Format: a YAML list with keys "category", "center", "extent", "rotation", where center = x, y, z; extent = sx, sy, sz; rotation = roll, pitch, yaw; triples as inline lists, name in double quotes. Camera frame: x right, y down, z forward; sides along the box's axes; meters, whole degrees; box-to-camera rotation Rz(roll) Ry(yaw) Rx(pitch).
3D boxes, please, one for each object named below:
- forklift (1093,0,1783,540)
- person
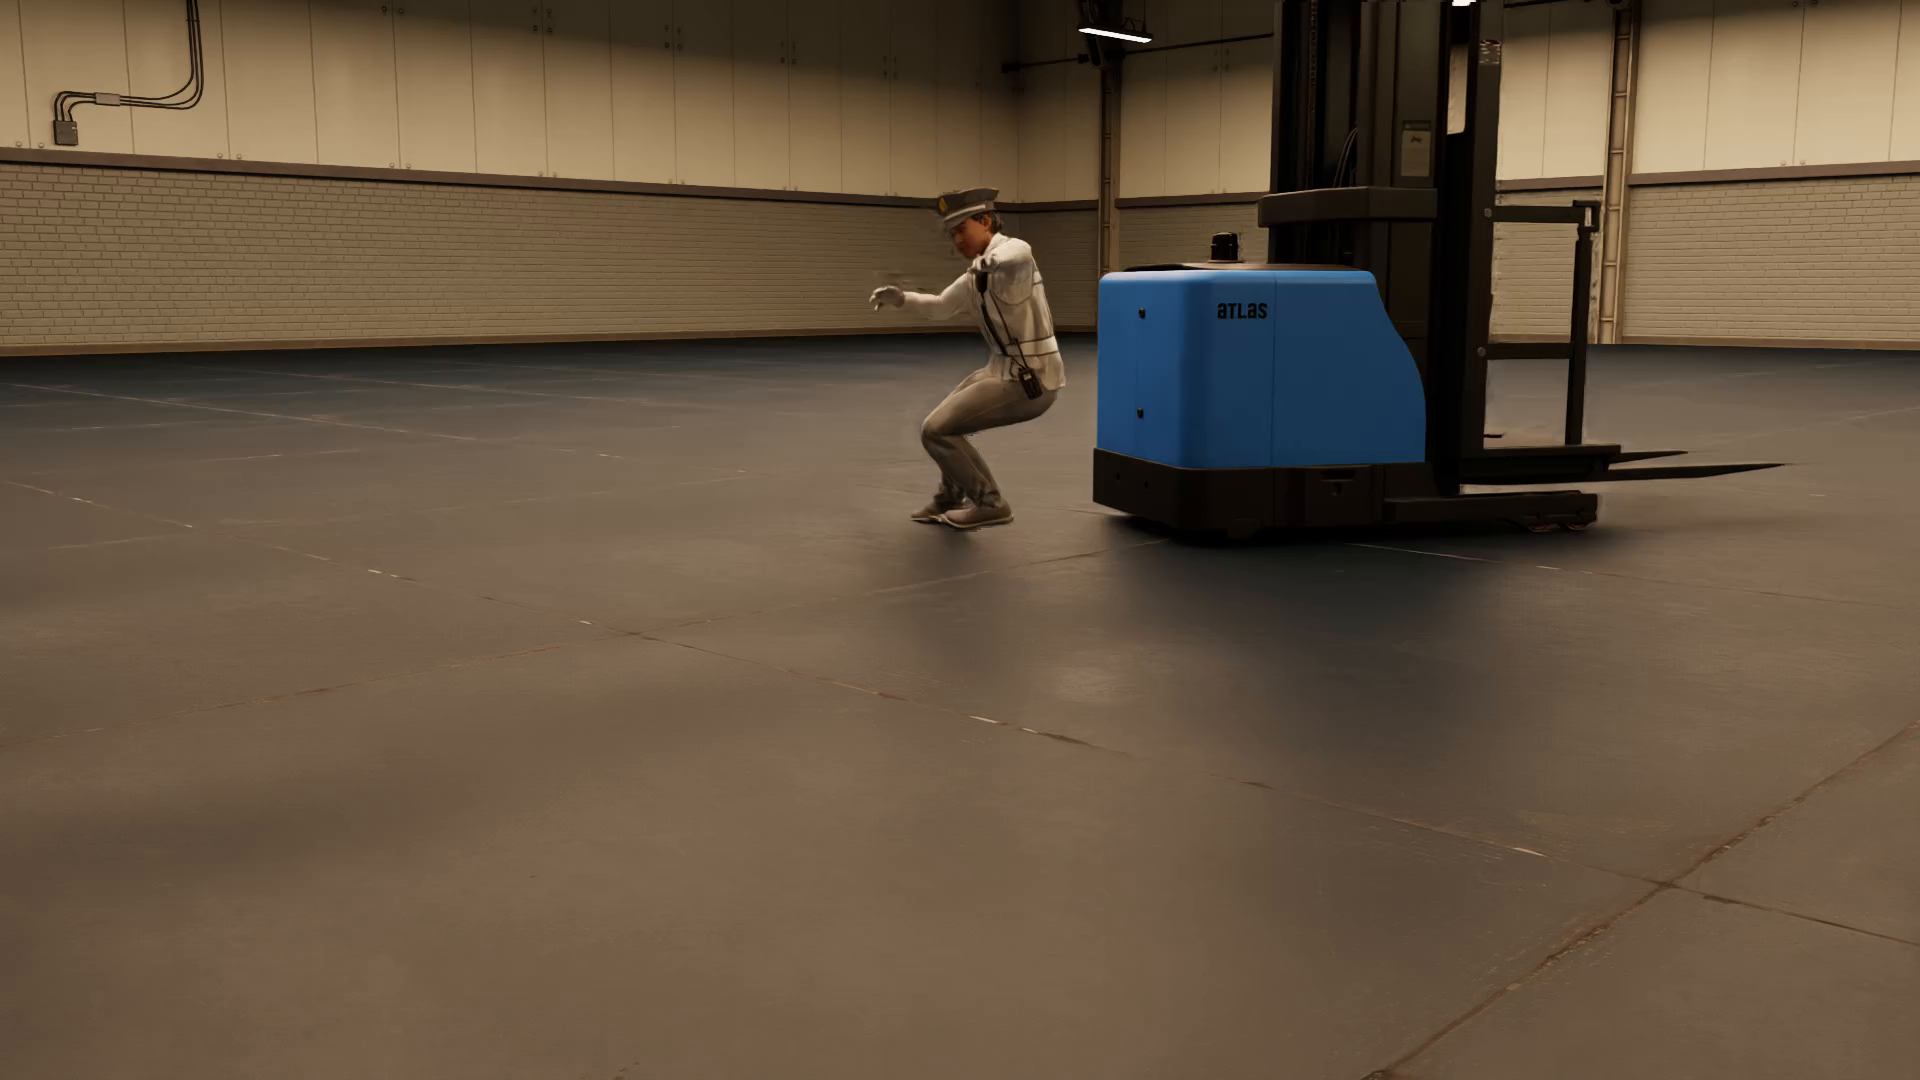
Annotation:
- category: "forklift"
  center: [2.164, -1.551, 7.175]
  extent: [3.031, 2.935, 1.130]
  rotation: [-3, 9, -17]
- category: "person"
  center: [0.037, -0.664, 6.500]
  extent: [0.754, 1.394, 1.503]
  rotation: [-2, 9, -11]
